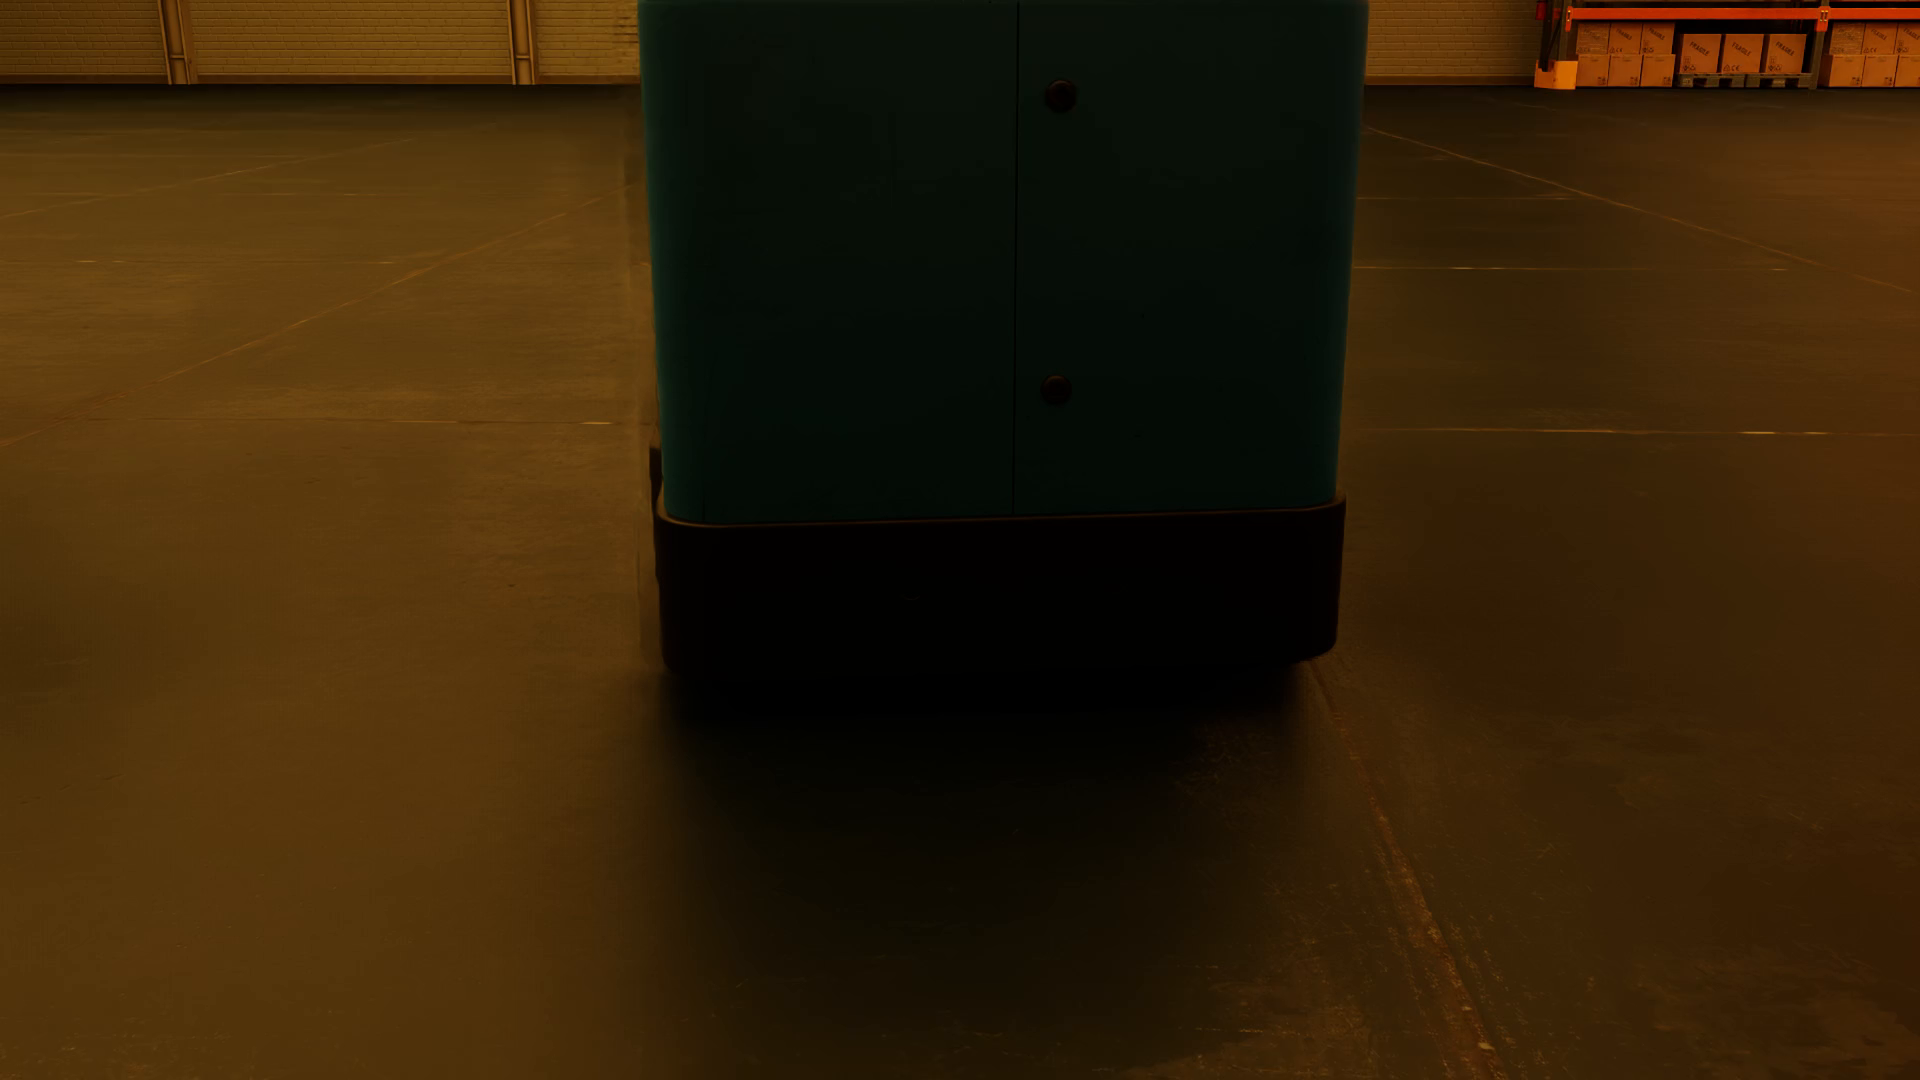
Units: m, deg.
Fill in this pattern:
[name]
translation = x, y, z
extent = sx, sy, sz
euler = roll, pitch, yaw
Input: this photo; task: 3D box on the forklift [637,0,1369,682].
[forklift]
translation = -0.071, -1.580, 3.518
extent = 1.130, 2.935, 3.031
euler = -2, 17, -5
